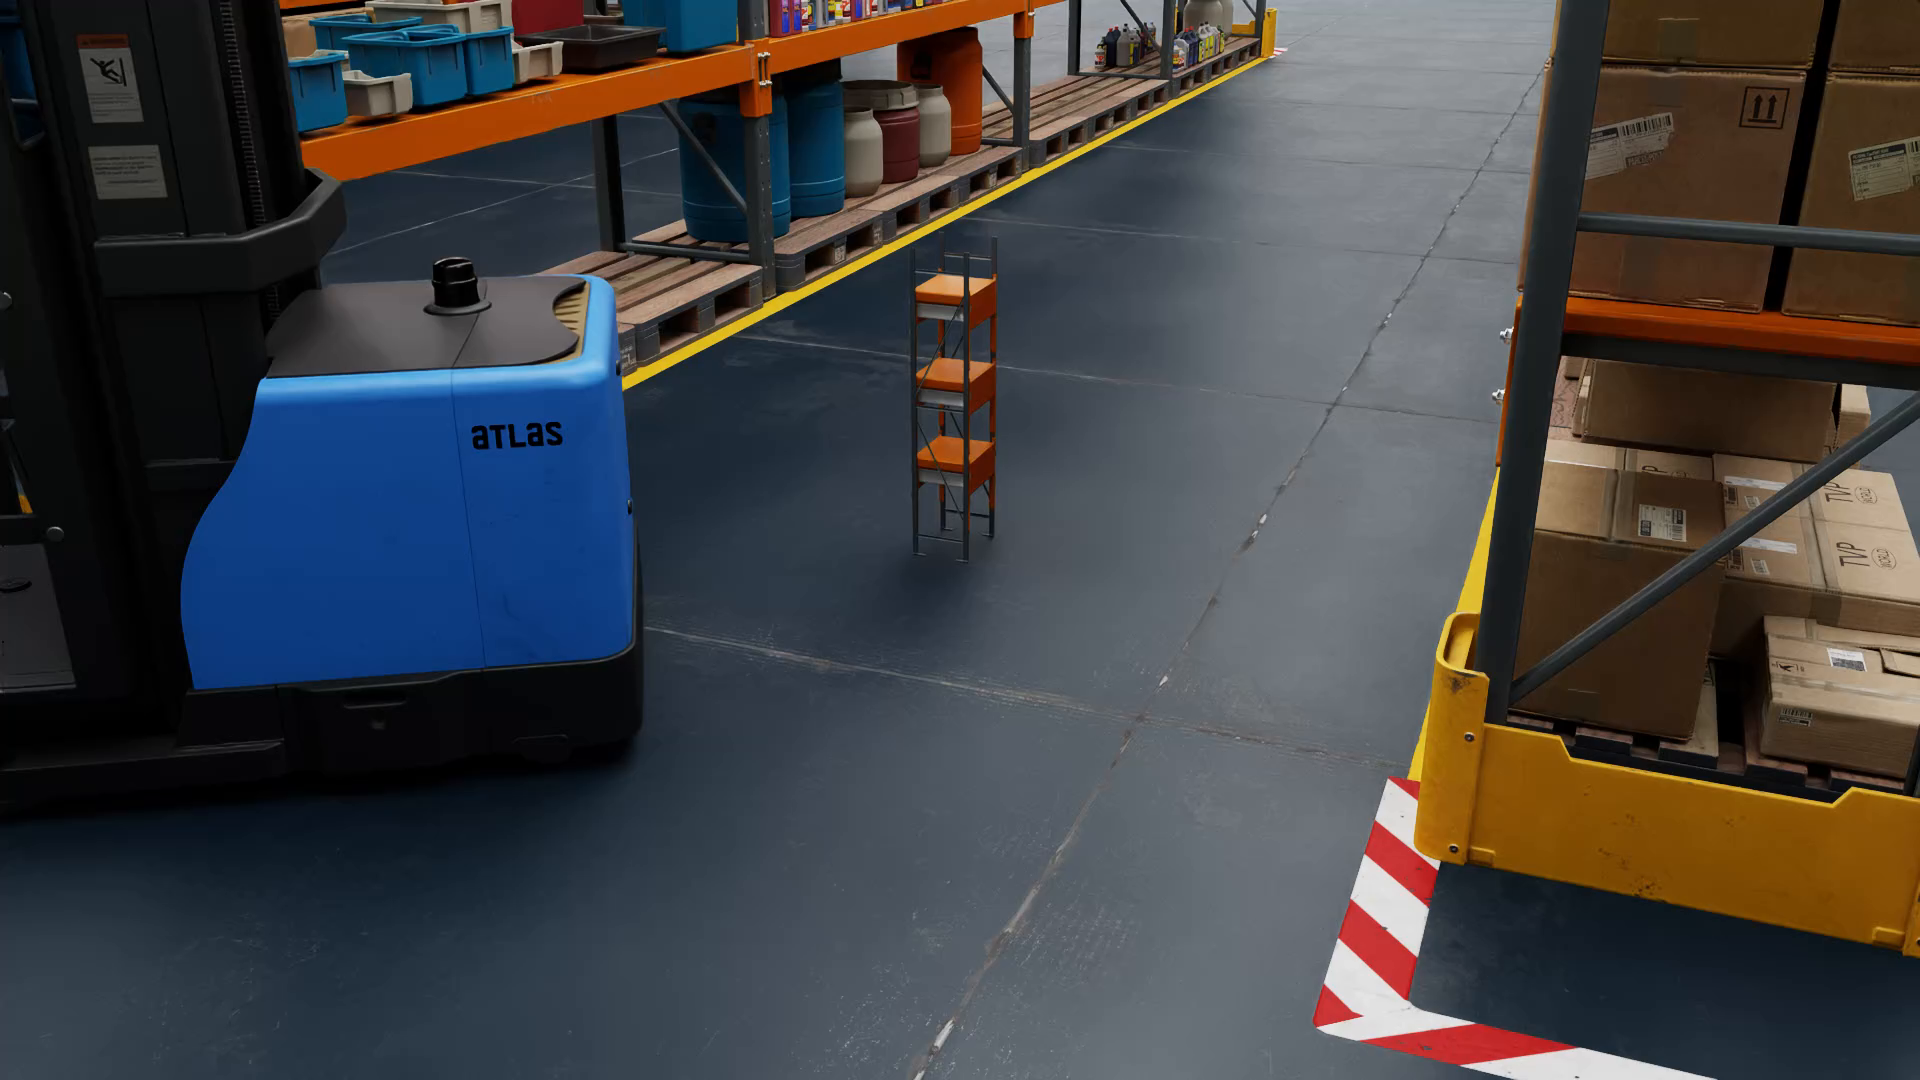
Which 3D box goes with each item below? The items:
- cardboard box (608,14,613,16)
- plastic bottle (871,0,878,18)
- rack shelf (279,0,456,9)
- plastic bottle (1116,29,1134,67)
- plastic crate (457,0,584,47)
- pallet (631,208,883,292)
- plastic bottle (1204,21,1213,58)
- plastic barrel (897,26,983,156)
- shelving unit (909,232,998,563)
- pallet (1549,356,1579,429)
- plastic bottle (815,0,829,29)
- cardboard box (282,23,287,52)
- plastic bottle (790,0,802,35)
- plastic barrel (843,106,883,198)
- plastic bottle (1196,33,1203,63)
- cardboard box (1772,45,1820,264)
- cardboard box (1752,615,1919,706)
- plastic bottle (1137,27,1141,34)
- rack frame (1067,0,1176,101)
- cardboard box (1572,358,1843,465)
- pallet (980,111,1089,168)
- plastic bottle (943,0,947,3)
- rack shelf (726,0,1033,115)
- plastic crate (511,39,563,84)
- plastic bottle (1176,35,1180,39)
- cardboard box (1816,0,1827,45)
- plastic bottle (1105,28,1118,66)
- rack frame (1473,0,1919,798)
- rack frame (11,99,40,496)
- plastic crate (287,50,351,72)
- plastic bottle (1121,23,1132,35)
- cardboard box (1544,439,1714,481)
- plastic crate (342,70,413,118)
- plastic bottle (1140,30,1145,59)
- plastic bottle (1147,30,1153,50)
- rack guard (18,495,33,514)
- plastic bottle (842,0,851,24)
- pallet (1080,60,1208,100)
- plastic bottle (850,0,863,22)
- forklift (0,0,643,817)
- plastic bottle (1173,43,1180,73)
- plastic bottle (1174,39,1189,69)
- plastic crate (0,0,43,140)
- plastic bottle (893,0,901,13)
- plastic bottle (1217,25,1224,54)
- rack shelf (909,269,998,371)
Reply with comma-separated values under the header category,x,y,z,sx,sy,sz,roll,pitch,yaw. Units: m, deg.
category,x,y,z,sx,sy,sz,roll,pitch,yaw
cardboard box,-3.740,-4.765,15.937,0.700,0.500,0.500,7,24,15
plastic bottle,-0.524,-3.116,9.577,0.097,0.201,0.097,0,23,0
rack shelf,-5.318,-3.821,11.939,1.077,0.370,4.000,9,24,20
plastic bottle,1.615,-4.823,16.270,0.144,0.351,0.185,9,24,20
plastic crate,-2.027,-2.502,7.686,0.402,0.464,0.583,9,24,20
pallet,-1.137,-1.711,9.573,1.003,0.211,1.213,9,24,20
plastic bottle,2.491,-5.087,16.903,0.144,0.351,0.185,10,25,22
plastic barrel,-0.142,-3.174,11.728,0.600,0.830,0.708,9,24,20
shelving unit,-0.020,-0.465,5.502,0.215,1.050,0.252,9,24,20
pallet,2.879,-0.485,6.638,1.003,0.211,1.213,9,24,20
plastic bottle,-0.801,-2.913,8.993,0.152,0.276,0.135,9,24,20
cardboard box,-5.511,-3.202,11.736,1.225,0.875,0.875,8,24,18
plastic bottle,-0.881,-2.792,8.694,0.061,0.283,0.133,9,24,20
plastic barrel,-0.689,-2.409,10.308,0.421,0.512,0.421,0,23,0
plastic bottle,2.364,-4.891,16.520,0.061,0.283,0.133,10,25,22
cardboard box,2.246,-0.939,3.976,0.500,0.500,0.500,9,24,20
cardboard box,2.217,0.328,4.178,0.380,0.166,0.250,9,24,20
plastic bottle,1.868,-5.204,17.285,0.097,0.271,0.097,0,23,0
rack frame,1.509,-5.591,15.243,1.000,3.000,0.127,9,24,20
cardboard box,2.442,-0.396,5.473,0.797,0.503,0.637,9,24,20
pallet,0.347,-3.144,13.004,1.003,0.211,1.213,9,24,20
plastic bottle,-0.129,-3.497,10.488,0.097,0.201,0.097,0,23,0
rack shelf,-0.720,-3.112,10.241,1.077,0.370,4.000,9,24,20
plastic crate,-1.830,-1.968,6.834,0.293,0.136,0.466,9,24,20
plastic bottle,2.136,-4.834,16.399,0.097,0.271,0.097,0,23,0
cardboard box,2.246,-1.403,3.790,0.500,0.500,0.500,9,24,21
plastic bottle,1.481,-4.843,16.319,0.144,0.351,0.185,8,24,19
rack frame,1.649,-0.586,3.261,1.000,3.000,0.127,9,24,20
rack frame,-2.948,-1.297,4.962,1.000,3.000,0.127,9,24,20
plastic crate,-2.519,-1.834,6.513,0.298,0.136,0.250,9,24,20
plastic bottle,1.672,-5.028,16.760,0.144,0.351,0.185,9,24,20
cardboard box,2.003,-0.086,5.060,0.500,0.250,0.500,9,24,20
plastic crate,-2.103,-1.590,5.928,0.250,0.136,0.298,9,24,20
plastic bottle,1.835,-5.039,16.875,0.061,0.283,0.133,9,24,20
plastic bottle,1.994,-5.293,17.589,0.097,0.201,0.097,0,23,0
rack guard,-2.945,-0.133,5.419,1.175,0.500,0.348,9,24,20
plastic bottle,-0.660,-2.986,9.264,0.097,0.201,0.097,0,23,0
pallet,1.797,-4.539,16.342,1.003,0.211,1.213,9,24,20
plastic bottle,-0.600,-3.062,9.341,0.061,0.283,0.133,9,24,20
forklift,-2.406,-0.862,4.011,3.031,2.935,1.130,-4,23,-9
plastic bottle,2.035,-4.586,15.807,0.097,0.271,0.097,0,23,0
plastic bottle,2.129,-4.708,16.092,0.152,0.276,0.135,10,25,22
plastic crate,-2.997,-1.487,5.295,0.616,0.435,0.499,9,24,20
plastic bottle,-0.402,-3.266,9.845,0.097,0.271,0.097,0,23,0
plastic bottle,2.693,-5.207,17.279,0.061,0.283,0.133,9,24,21
rack shelf,-0.020,-0.717,5.397,0.215,0.259,0.240,9,24,20
